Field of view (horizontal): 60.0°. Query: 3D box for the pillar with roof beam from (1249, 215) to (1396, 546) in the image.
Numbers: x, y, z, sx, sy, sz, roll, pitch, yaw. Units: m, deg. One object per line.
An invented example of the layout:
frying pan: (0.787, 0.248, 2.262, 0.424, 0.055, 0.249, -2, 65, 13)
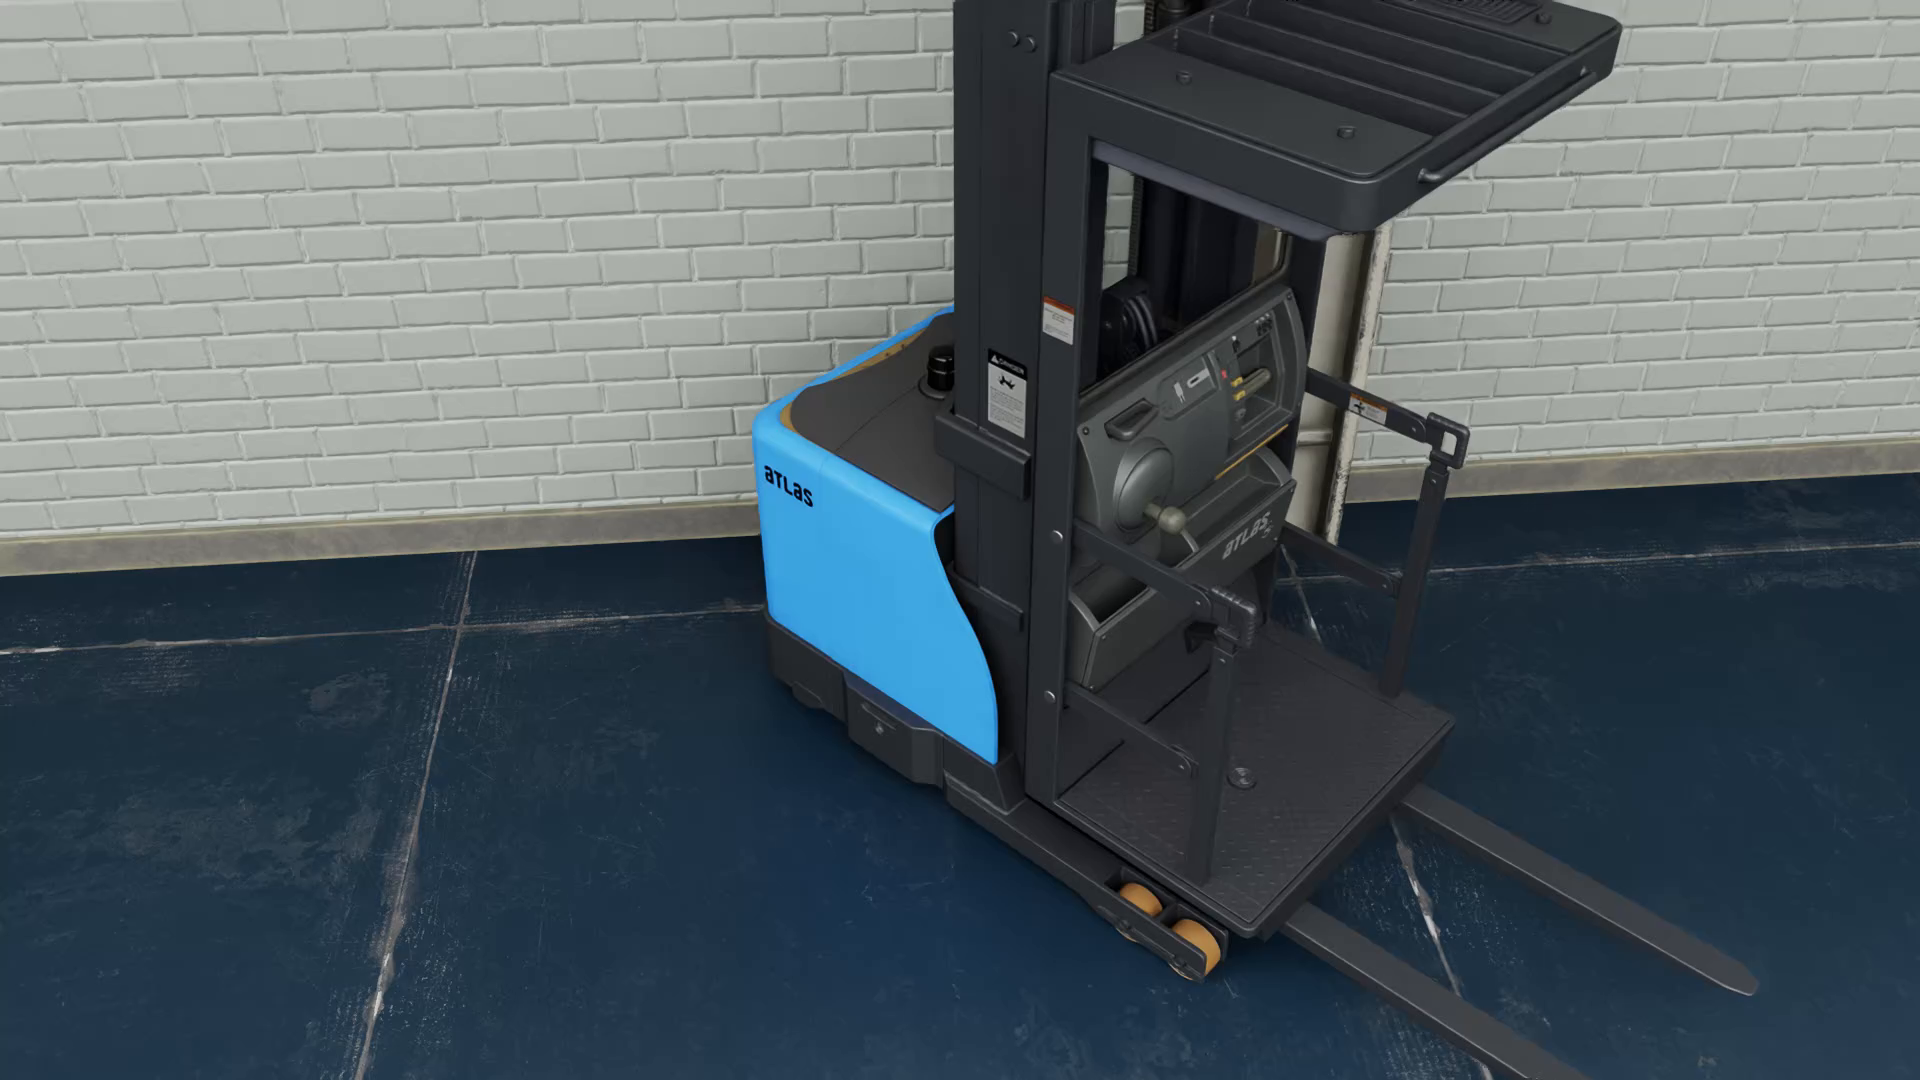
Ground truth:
pillar with roof beam: (1.578, -0.929, 0.163, 0.400, 9.000, 9.100, -3, 38, -4)

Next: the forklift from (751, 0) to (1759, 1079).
forklift: (0.779, -0.285, 4.245, 3.031, 2.935, 1.130, 30, 47, 32)
